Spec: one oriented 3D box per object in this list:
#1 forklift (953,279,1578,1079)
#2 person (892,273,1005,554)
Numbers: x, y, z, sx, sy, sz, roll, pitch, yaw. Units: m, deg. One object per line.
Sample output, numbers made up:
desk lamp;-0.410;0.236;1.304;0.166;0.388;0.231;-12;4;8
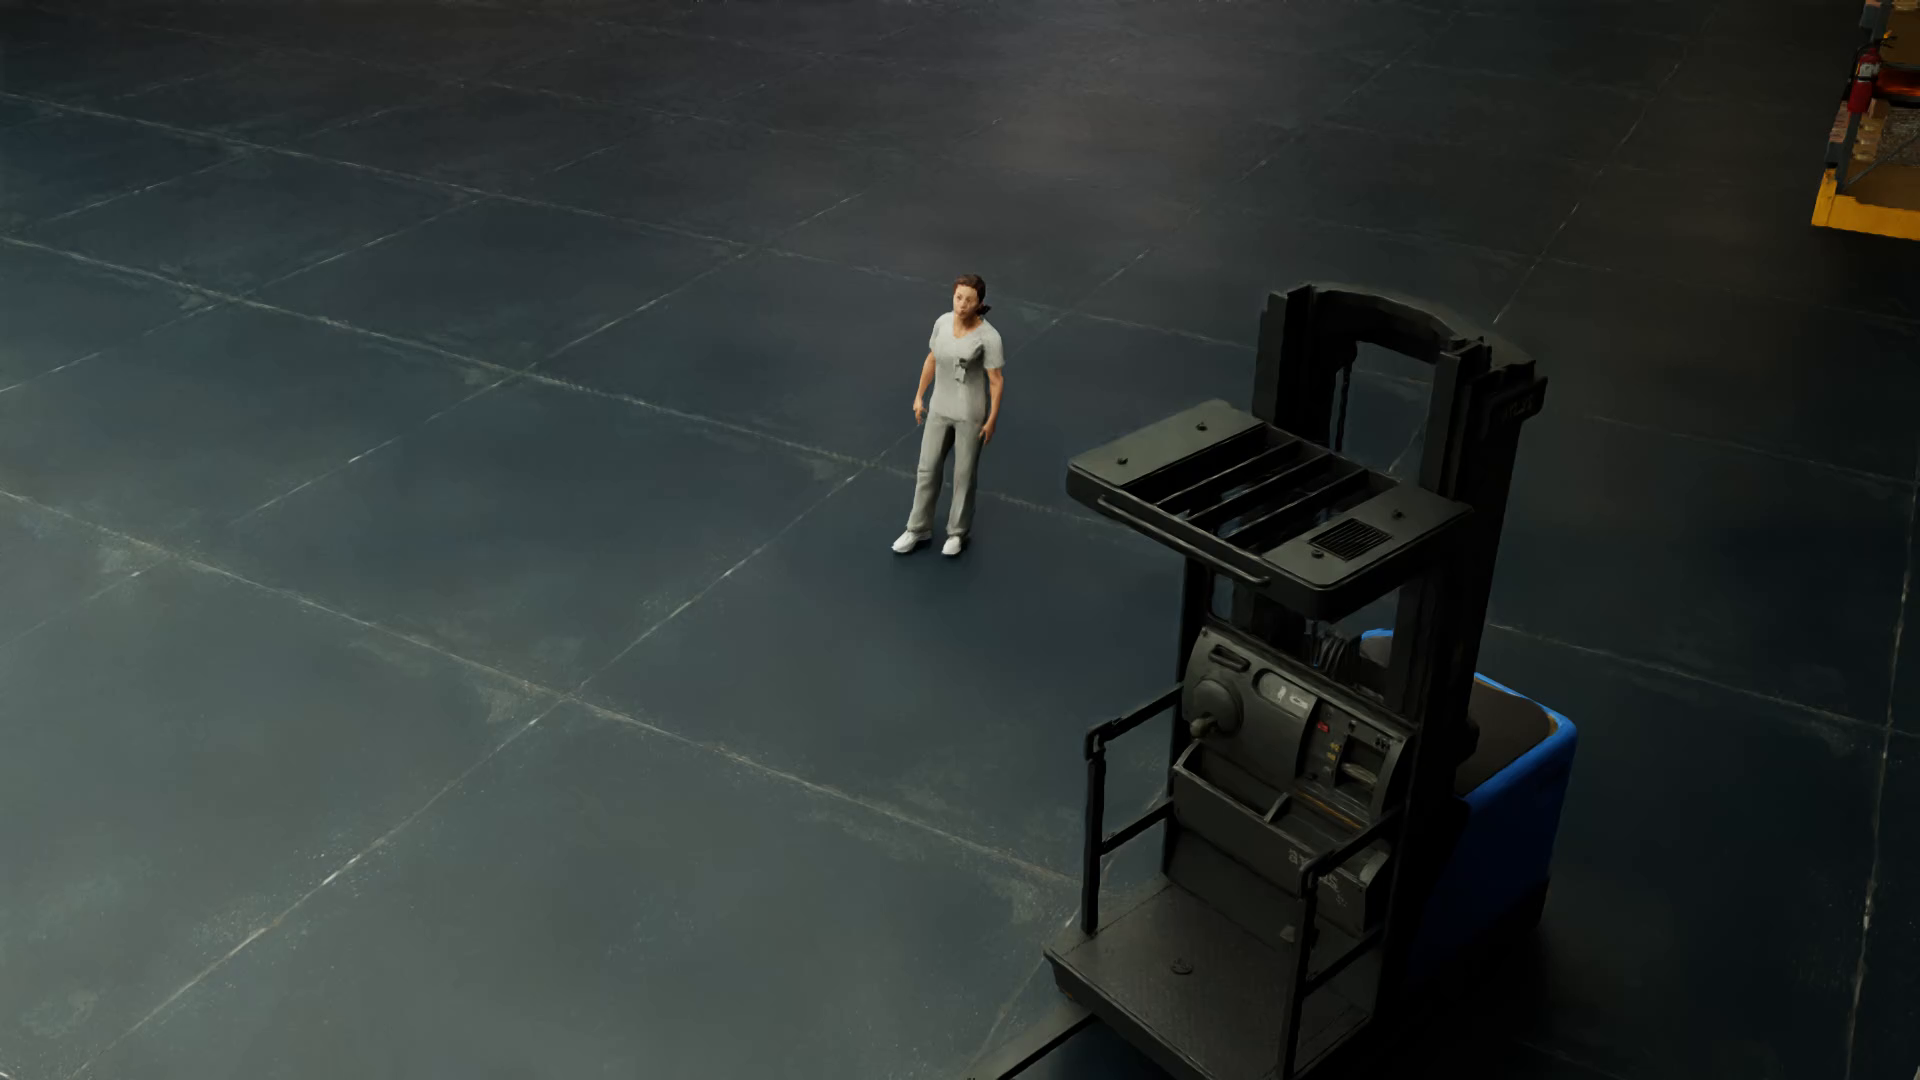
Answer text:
forklift;1.034;0.687;5.881;3.031;2.935;1.130;-24;37;-35
person;-0.047;-0.703;9.530;0.550;1.674;0.548;15;33;25
